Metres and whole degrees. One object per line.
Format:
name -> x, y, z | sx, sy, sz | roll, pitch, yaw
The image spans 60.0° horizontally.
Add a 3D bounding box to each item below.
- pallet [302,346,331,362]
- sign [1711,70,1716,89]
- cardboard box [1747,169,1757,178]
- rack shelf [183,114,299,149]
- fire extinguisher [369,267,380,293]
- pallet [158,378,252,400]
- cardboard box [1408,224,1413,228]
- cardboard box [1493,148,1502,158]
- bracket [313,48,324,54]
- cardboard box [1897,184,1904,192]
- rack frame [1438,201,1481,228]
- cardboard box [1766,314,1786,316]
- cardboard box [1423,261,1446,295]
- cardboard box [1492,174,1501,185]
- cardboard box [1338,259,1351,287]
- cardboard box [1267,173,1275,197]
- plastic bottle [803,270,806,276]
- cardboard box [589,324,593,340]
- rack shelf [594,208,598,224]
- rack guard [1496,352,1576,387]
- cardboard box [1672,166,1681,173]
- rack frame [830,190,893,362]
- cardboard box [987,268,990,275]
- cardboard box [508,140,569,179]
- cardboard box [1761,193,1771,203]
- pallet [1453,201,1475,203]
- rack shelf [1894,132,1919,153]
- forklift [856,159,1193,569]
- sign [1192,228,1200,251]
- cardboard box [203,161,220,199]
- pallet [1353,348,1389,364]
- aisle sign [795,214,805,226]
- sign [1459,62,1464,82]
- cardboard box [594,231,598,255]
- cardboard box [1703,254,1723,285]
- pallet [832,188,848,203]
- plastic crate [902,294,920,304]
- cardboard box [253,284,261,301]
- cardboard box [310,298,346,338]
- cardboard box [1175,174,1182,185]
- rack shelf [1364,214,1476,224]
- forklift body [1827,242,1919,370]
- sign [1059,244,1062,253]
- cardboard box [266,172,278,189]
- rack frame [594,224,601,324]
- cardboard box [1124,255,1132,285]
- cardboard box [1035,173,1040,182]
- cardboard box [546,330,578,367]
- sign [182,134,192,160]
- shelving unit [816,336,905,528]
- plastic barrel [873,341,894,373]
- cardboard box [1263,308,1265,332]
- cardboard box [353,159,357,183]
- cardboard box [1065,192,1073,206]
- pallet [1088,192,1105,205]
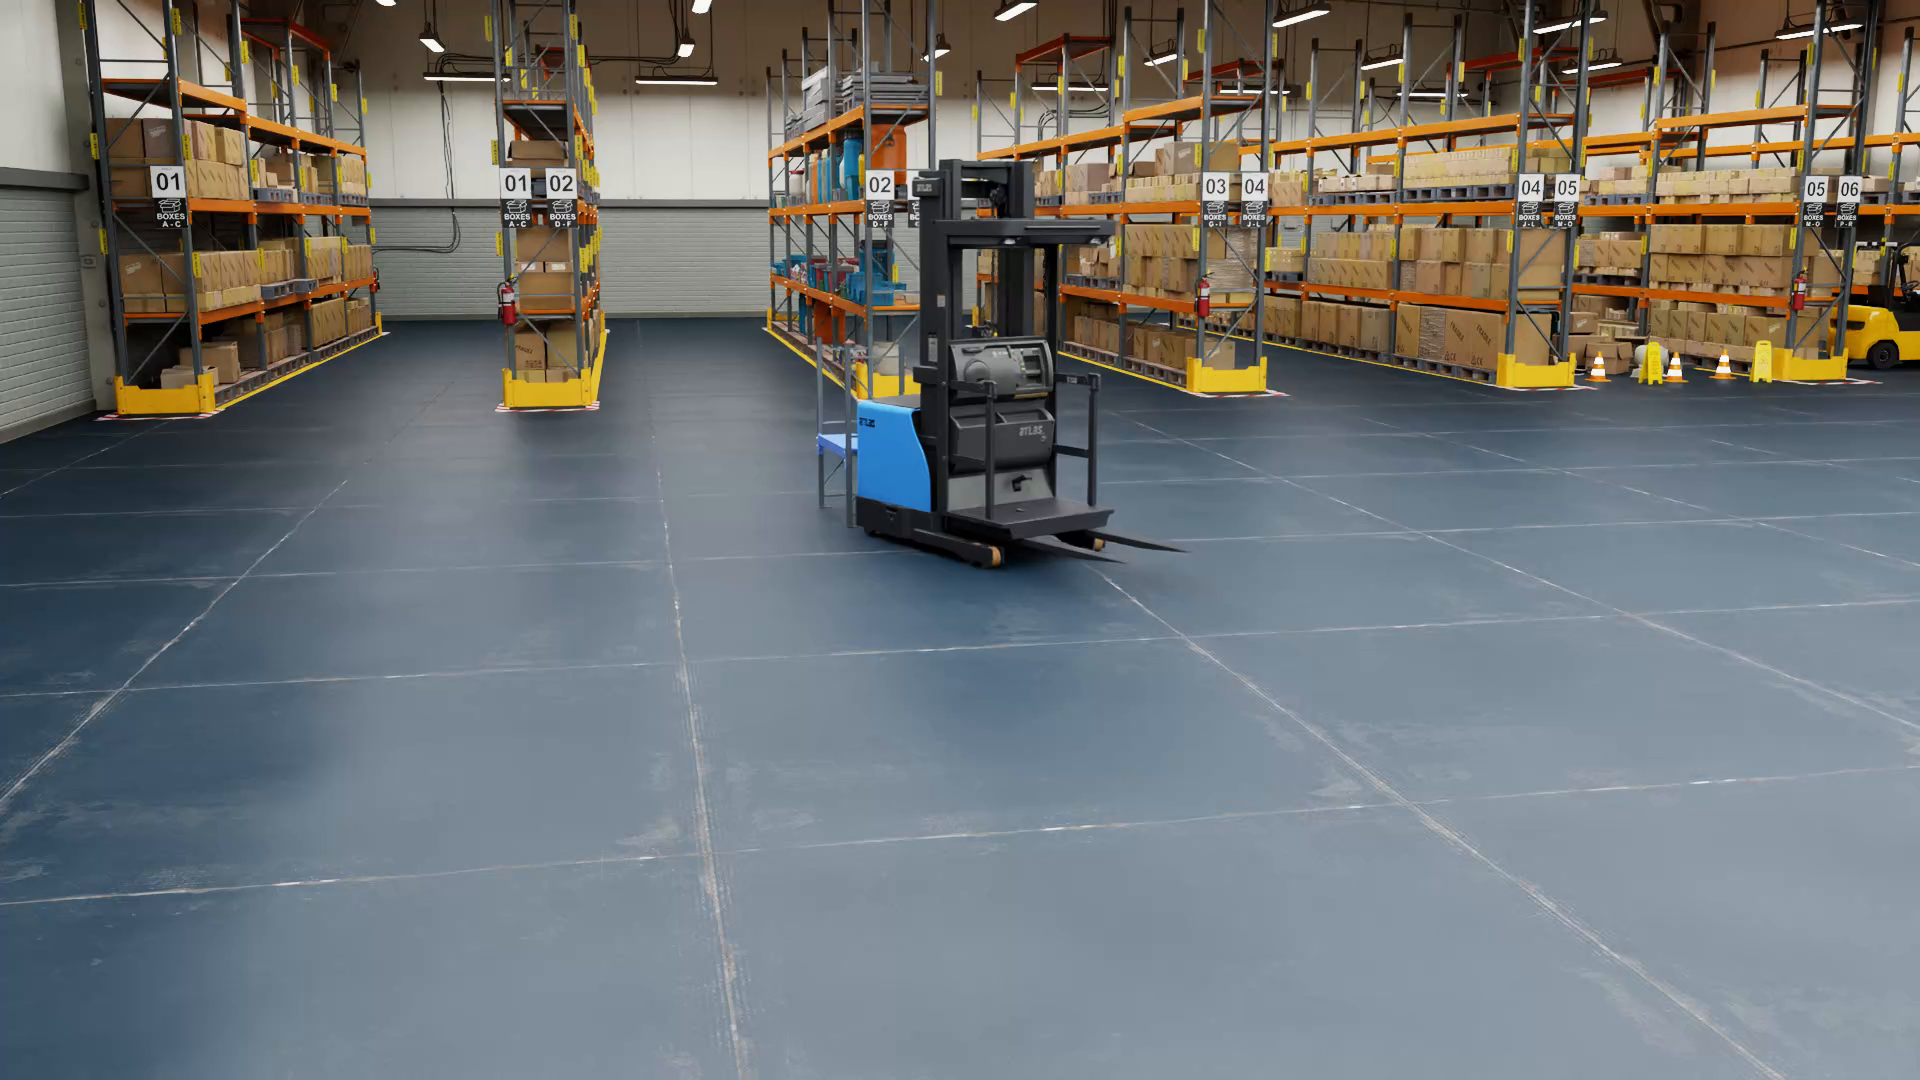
pallet -> -12.195, -3.412, 30.558 | 1.003, 0.211, 1.213 | -2, 11, -11
sign -> 13.495, -8.263, 29.831 | 0.100, 0.325, 0.005 | -2, 11, -11
cardboard box -> 13.262, -6.049, 27.474 | 0.380, 0.149, 0.250 | -2, 11, -11
rack shelf -> -11.727, -6.665, 27.140 | 1.077, 0.370, 4.000 | -2, 11, -11
fire extinguisher -> -13.248, -5.925, 37.507 | 0.296, 0.674, 0.183 | -2, 11, -11
pallet -> -10.932, -2.185, 24.111 | 1.003, 0.211, 1.213 | -2, 11, -11
cardboard box -> 10.844, -7.409, 39.426 | 0.380, 0.149, 0.250 | -2, 11, -12
cardboard box -> 8.456, -5.962, 25.624 | 0.380, 0.149, 0.250 | -2, 11, -11
bracket -> -14.112, -10.742, 35.940 | 0.076, 0.066, 4.783 | -2, 11, -11
cardboard box -> 17.855, -6.751, 31.903 | 0.380, 0.149, 0.250 | -2, 11, -11
rack frame -> 11.403, -6.269, 38.110 | 1.000, 3.000, 0.127 | -2, 11, -11
cardboard box -> 13.740, -3.550, 28.050 | 0.500, 0.500, 0.500 | -3, 11, -13
cardboard box -> 8.325, -4.406, 27.922 | 0.875, 0.550, 0.550 | -2, 11, -11
cardboard box -> 8.456, -5.570, 25.697 | 0.380, 0.149, 0.250 | -2, 11, -11
cardboard box -> 7.462, -5.016, 31.263 | 0.500, 0.500, 0.500 | -2, 11, -12
cardboard box -> 6.739, -7.513, 35.224 | 0.797, 0.503, 0.637 | -2, 11, -12
plastic bottle -> -3.020, -5.126, 32.448 | 0.097, 0.271, 0.097 | 0, 11, 0
cardboard box -> -6.616, -3.579, 28.711 | 0.500, 0.311, 0.500 | -2, 11, -9
rack shelf -> -8.424, -7.036, 36.041 | 1.077, 0.370, 4.000 | -2, 11, -11
rack guard -> 8.906, -2.637, 25.714 | 1.175, 0.500, 0.348 | -2, 11, -11
cardboard box -> 13.132, -6.866, 31.167 | 0.500, 0.250, 0.500 | -2, 11, -12
rack frame -> -1.620, -4.261, 27.561 | 1.000, 3.000, 0.127 | -2, 11, -11
cardboard box -> 0.851, -6.253, 38.700 | 0.380, 0.149, 0.250 | -2, 11, -12
cardboard box -> -5.809, -5.253, 22.976 | 0.797, 0.503, 0.637 | -1, 11, -7
cardboard box -> 13.294, -5.568, 27.076 | 0.380, 0.149, 0.250 | -2, 11, -9
pallet -> 11.630, -7.482, 36.973 | 0.805, 0.209, 1.217 | -3, 11, -13
rack shelf -> 18.216, -7.013, 28.970 | 1.077, 0.370, 4.000 | -2, 11, -11
forklift -> 0.449, -1.333, 12.364 | 1.130, 2.935, 3.031 | -8, 13, -37
sign -> 3.468, -4.415, 24.429 | 0.100, 0.325, 0.005 | -2, 11, -11
cardboard box -> -10.554, -4.965, 22.916 | 0.500, 0.500, 0.500 | -2, 11, -8
pallet -> 7.899, -3.372, 30.348 | 1.003, 0.211, 1.213 | -2, 11, -11
aisle sign -> -3.681, -7.763, 39.007 | 0.394, 0.787, 0.004 | -2, 11, -11
sign -> 8.672, -8.102, 28.777 | 0.100, 0.325, 0.005 | -2, 11, -11
cardboard box -> -8.051, -6.375, 35.725 | 0.500, 0.500, 0.500 | -2, 11, -13
cardboard box -> 13.094, -4.630, 28.438 | 0.500, 0.500, 0.500 | -2, 11, -10
pallet -> -1.384, -5.513, 26.622 | 1.213, 0.211, 1.003 | -2, 11, -11
plastic crate -> -0.701, -3.574, 24.655 | 0.298, 0.136, 0.250 | -2, 11, -11
cardboard box -> -10.948, -3.761, 25.282 | 0.500, 0.250, 0.500 | -2, 11, -11
cardboard box -> -12.640, -4.404, 32.938 | 0.750, 0.750, 0.750 | -2, 11, -10
cardboard box -> 3.488, -5.486, 25.311 | 0.380, 0.149, 0.250 | -2, 11, -11
rack shelf -> 11.014, -7.756, 39.824 | 1.077, 0.370, 4.000 | -2, 11, -11
forklift body -> 16.447, -4.114, 29.057 | 2.313, 2.155, 1.214 | -2, 11, -11
sign -> 1.917, -5.723, 32.145 | 0.100, 0.325, 0.005 | -2, 11, -11
cardboard box -> -11.955, -5.927, 27.964 | 0.797, 0.503, 0.637 | -1, 11, -3
rack frame -> -8.813, -6.282, 38.182 | 1.000, 3.000, 0.127 | -2, 11, -11
cardboard box -> 3.265, -4.552, 28.025 | 0.875, 0.500, 0.500 | -2, 11, -11
cardboard box -> 1.805, -7.531, 35.331 | 0.700, 0.500, 0.500 | -2, 11, -10
cardboard box -> -5.687, -2.770, 23.953 | 0.500, 0.500, 0.500 | -2, 11, -11
sign -> -10.028, -5.090, 21.556 | 0.100, 0.325, 0.005 | -2, 11, -11
shelving unit -> -0.851, -0.945, 14.151 | 0.538, 1.500, 1.048 | -3, 11, -17
plastic barrel -> -1.143, -2.721, 25.003 | 0.421, 0.512, 0.421 | 0, 11, 0
cardboard box -> 6.671, -4.711, 35.487 | 0.500, 0.500, 0.500 | -2, 11, -10
cardboard box -> -13.065, -7.813, 35.208 | 0.500, 0.500, 0.500 | -3, 11, -14
cardboard box -> 2.302, -6.479, 31.594 | 0.500, 0.250, 0.500 | -2, 11, -10
pallet -> 3.018, -6.130, 29.859 | 1.213, 0.211, 1.003 | -2, 11, -11
